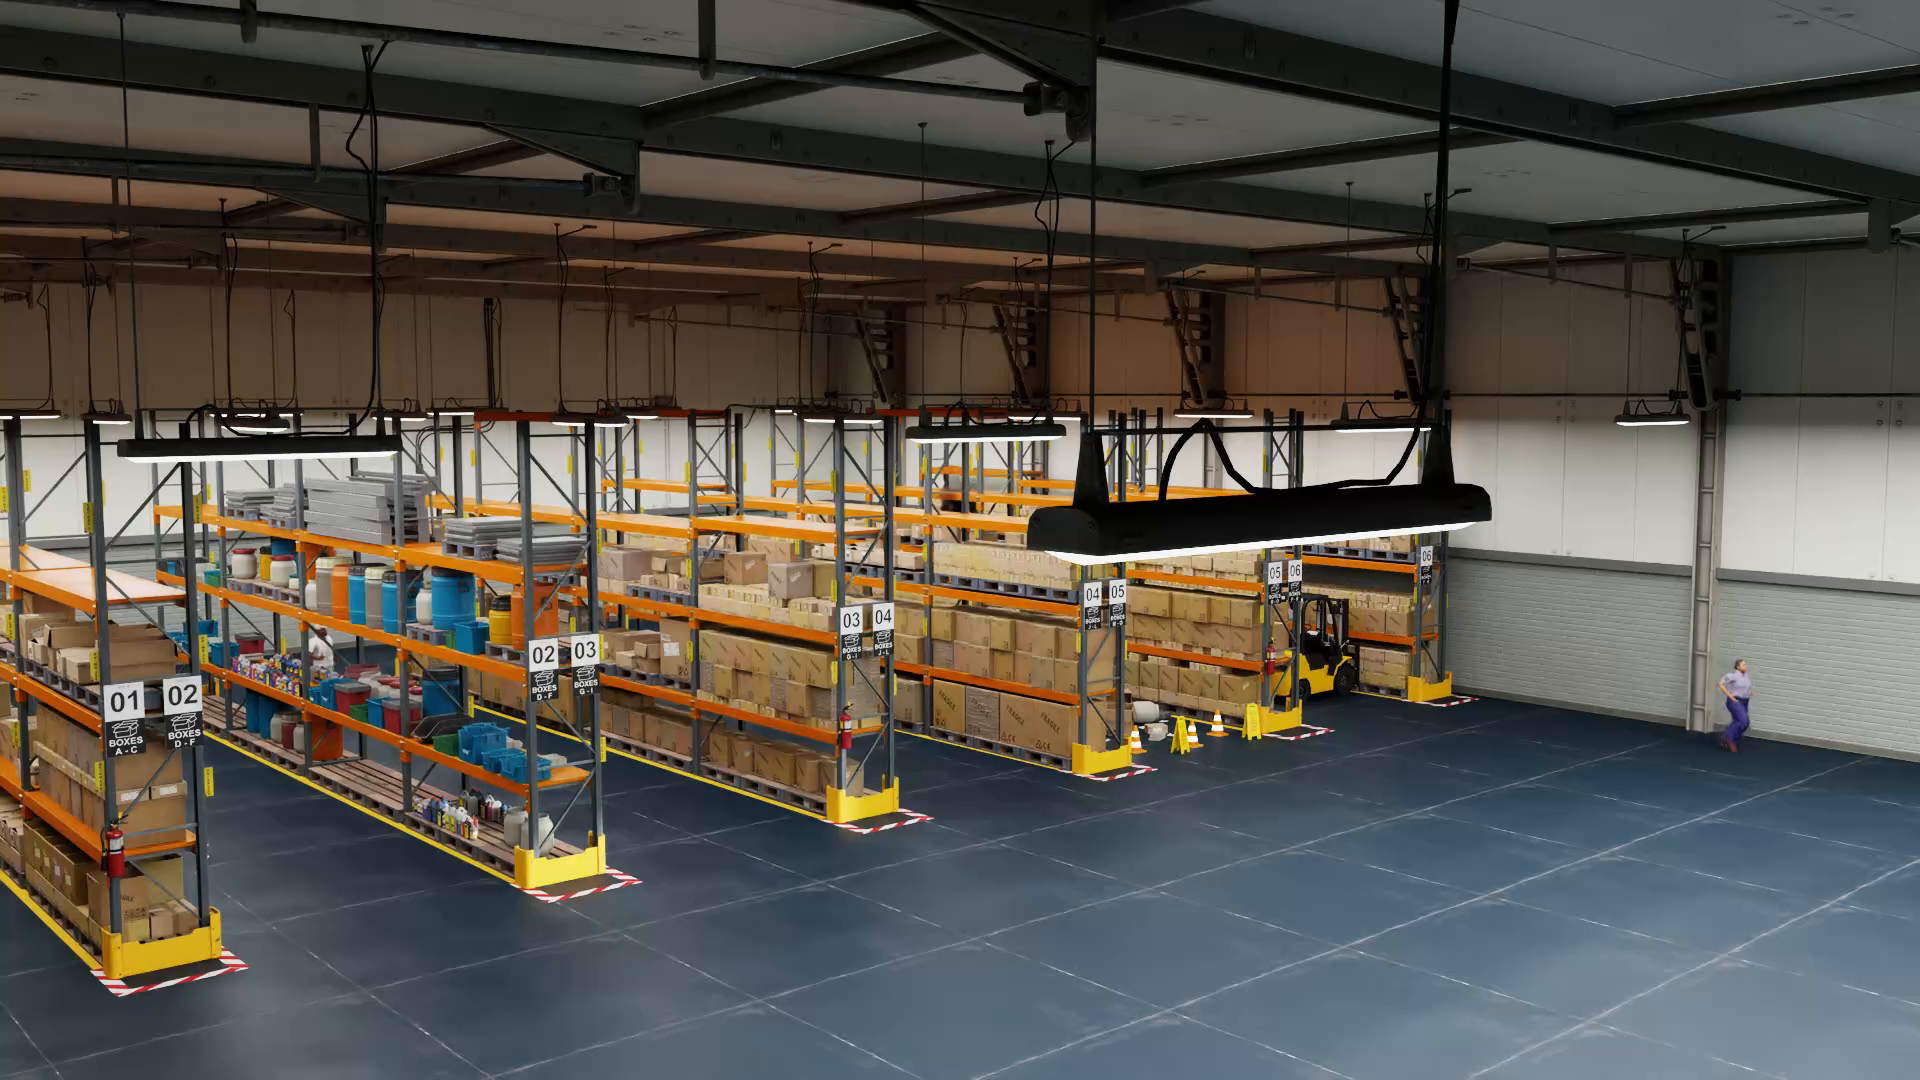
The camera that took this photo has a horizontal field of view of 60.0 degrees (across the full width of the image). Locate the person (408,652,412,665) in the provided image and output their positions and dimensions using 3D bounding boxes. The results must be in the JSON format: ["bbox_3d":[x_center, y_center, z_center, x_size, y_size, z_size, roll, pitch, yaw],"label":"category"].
[{"bbox_3d":[-12.351,2.144,38.150,0.800,1.715,0.565,0,5,-5],"label":"person"}]

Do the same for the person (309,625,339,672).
[{"bbox_3d":[-12.825,2.529,33.425,0.775,1.740,0.710,3,6,34],"label":"person"}]

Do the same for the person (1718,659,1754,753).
[{"bbox_3d":[13.809,2.943,29.493,0.641,1.674,0.598,-3,6,-35],"label":"person"}]
